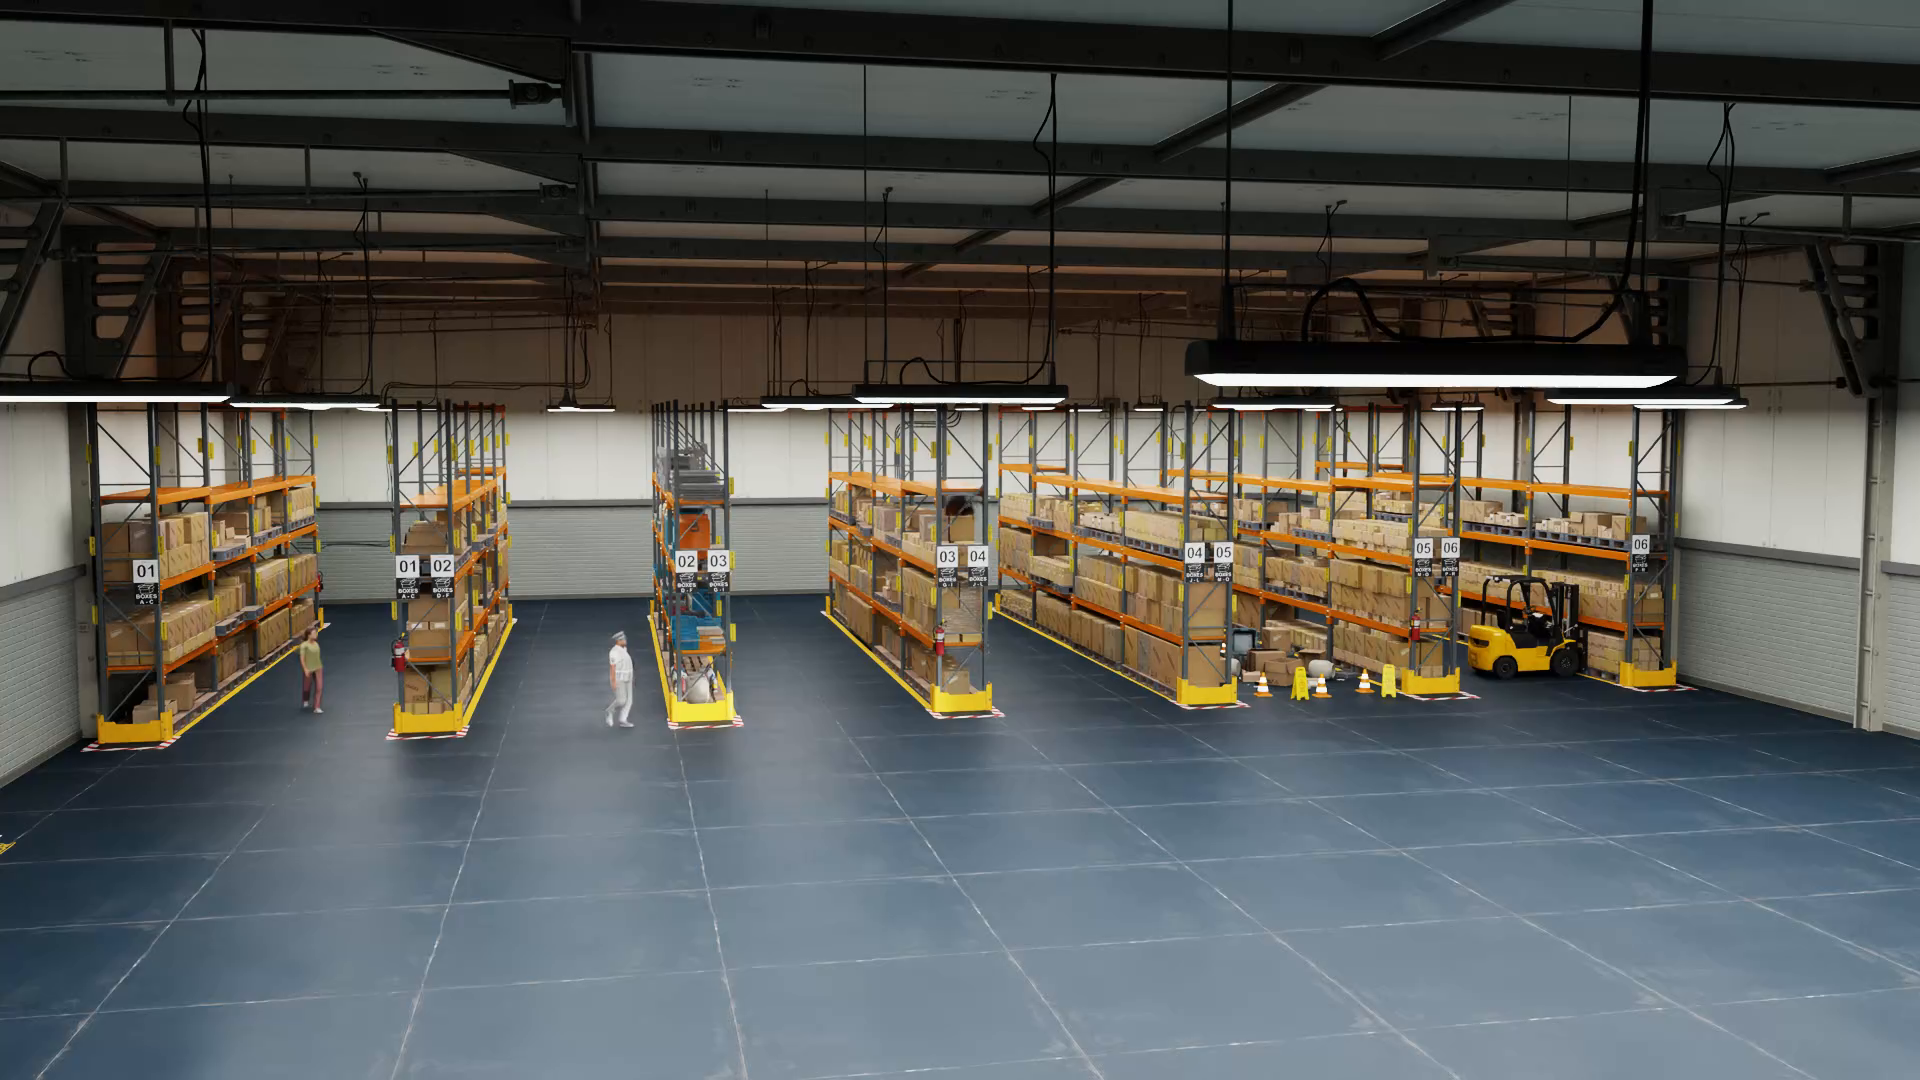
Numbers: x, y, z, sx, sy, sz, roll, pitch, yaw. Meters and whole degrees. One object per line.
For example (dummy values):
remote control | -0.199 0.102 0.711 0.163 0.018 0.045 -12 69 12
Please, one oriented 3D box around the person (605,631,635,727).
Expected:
person | -6.212 2.538 30.395 0.523 1.765 0.585 2 5 30

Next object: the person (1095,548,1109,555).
person | 4.452 0.879 52.189 0.485 1.781 0.535 -3 5 -33

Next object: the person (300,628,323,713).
person | -12.485 2.491 31.998 0.428 1.627 0.914 -2 5 -28
